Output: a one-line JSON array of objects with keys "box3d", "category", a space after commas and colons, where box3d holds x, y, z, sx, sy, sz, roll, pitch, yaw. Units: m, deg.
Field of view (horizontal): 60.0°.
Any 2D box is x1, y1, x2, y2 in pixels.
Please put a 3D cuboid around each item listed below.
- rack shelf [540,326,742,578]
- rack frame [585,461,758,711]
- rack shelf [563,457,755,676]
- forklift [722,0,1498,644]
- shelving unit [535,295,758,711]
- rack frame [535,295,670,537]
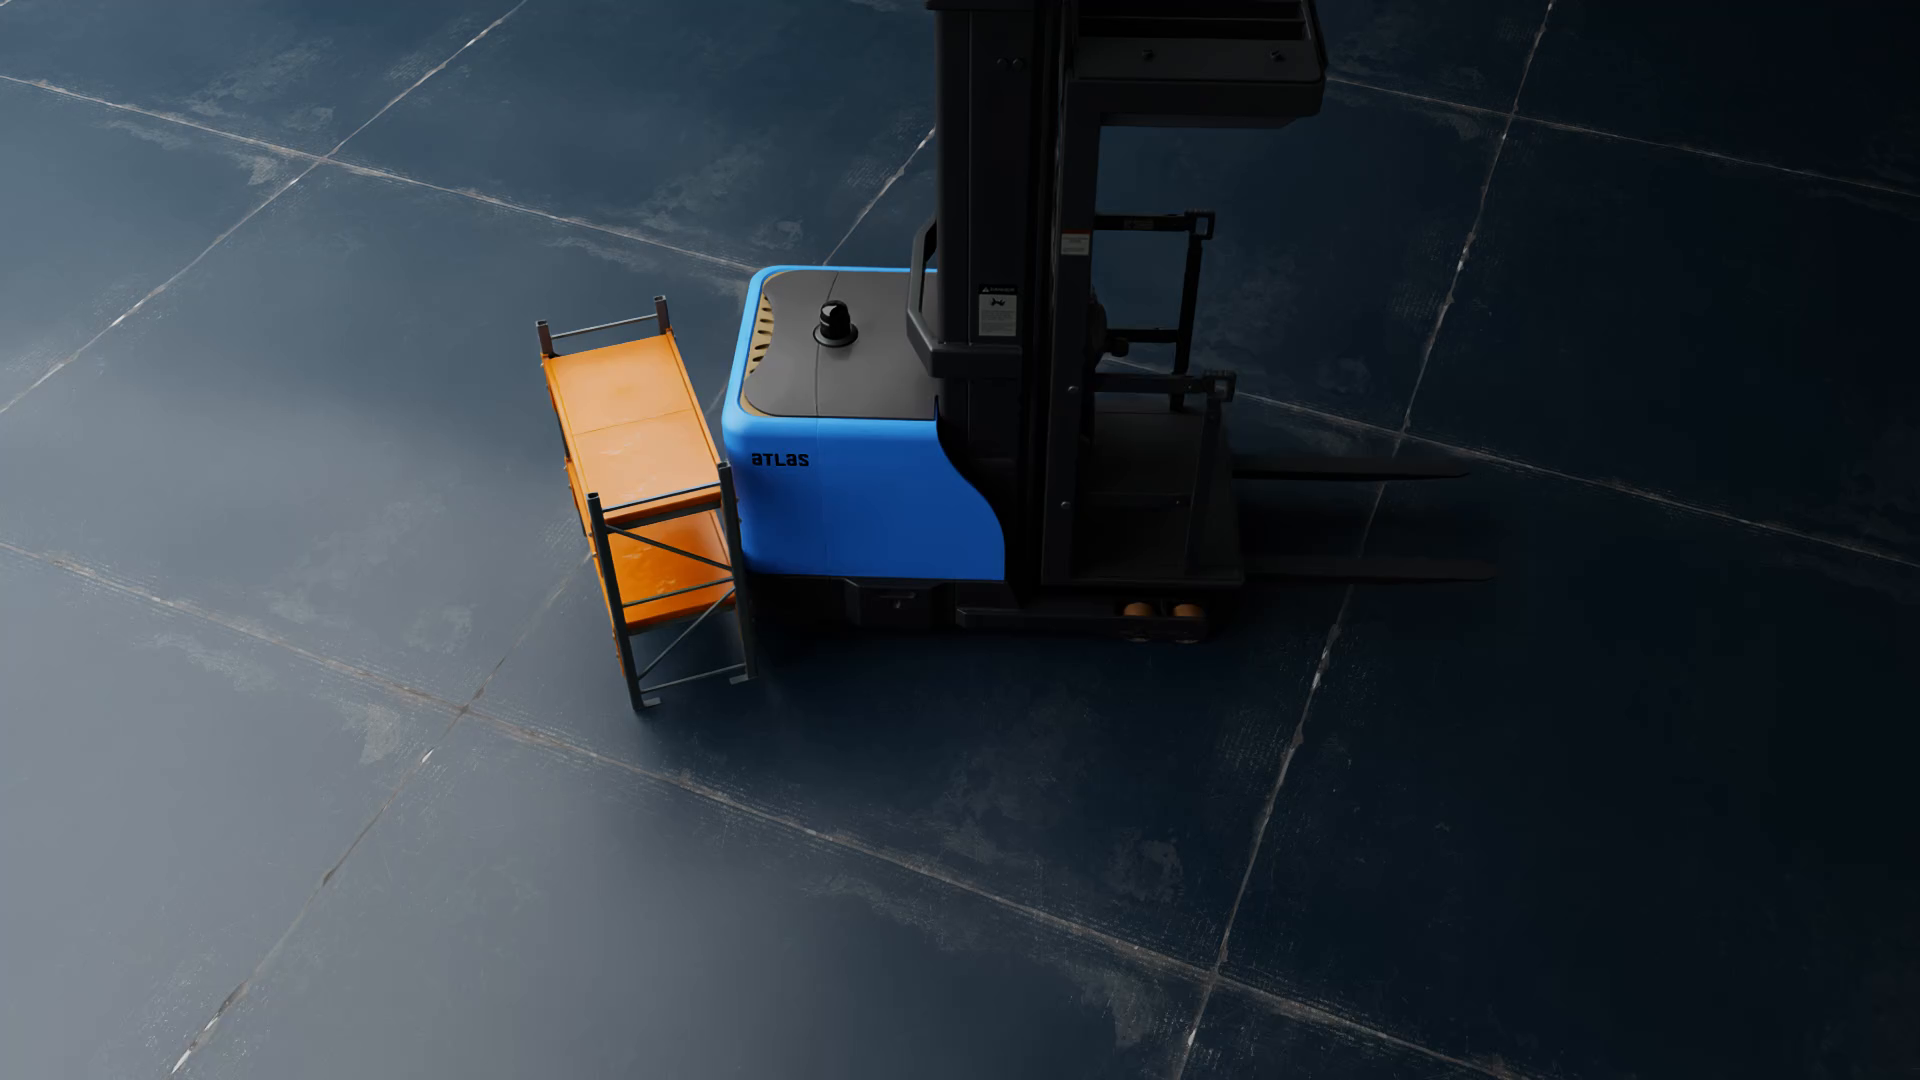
[{"box3d": [-1.205, -0.352, 6.230, 0.538, 0.278, 1.000, -14, 47, -14], "category": "rack shelf"}, {"box3d": [-1.033, 0.193, 6.097, 0.500, 1.125, 0.032, -14, 47, -14], "category": "rack frame"}, {"box3d": [-1.205, 0.029, 6.609, 0.538, 0.278, 1.000, -14, 47, -14], "category": "rack shelf"}, {"box3d": [0.645, -1.009, 6.025, 3.031, 2.935, 1.130, 1, 45, 1], "category": "forklift"}, {"box3d": [-1.205, -0.144, 6.436, 0.538, 1.125, 1.048, -14, 47, -14], "category": "shelving unit"}, {"box3d": [-1.377, -0.482, 6.776, 0.500, 1.125, 0.032, -14, 47, -14], "category": "rack frame"}]
